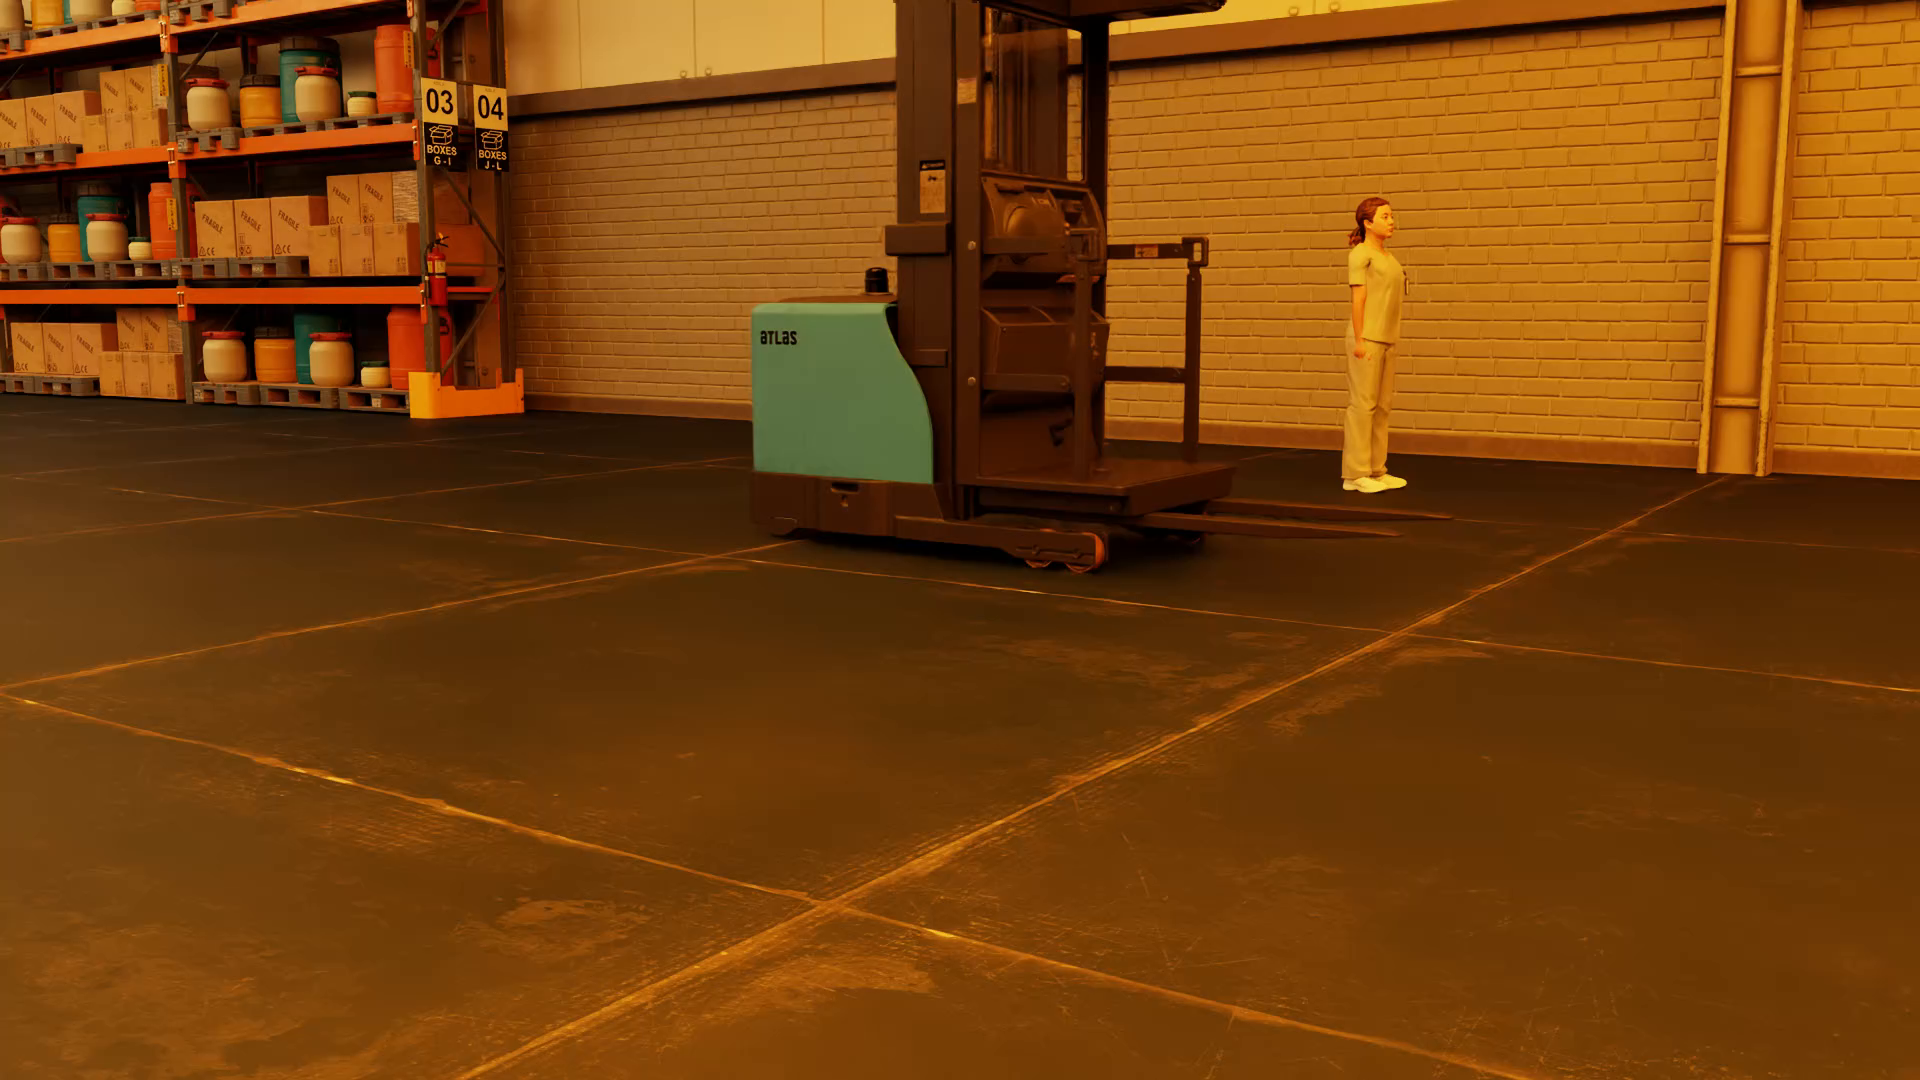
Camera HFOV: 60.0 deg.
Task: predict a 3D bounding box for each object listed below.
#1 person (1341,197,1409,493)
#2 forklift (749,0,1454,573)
[{"bbox_3d":[2.391,-1.126,9.587,0.382,1.671,0.437,6,10,38],"label":"person"},{"bbox_3d":[0.541,-1.403,7.062,3.031,2.935,1.130,5,10,33],"label":"forklift"}]
